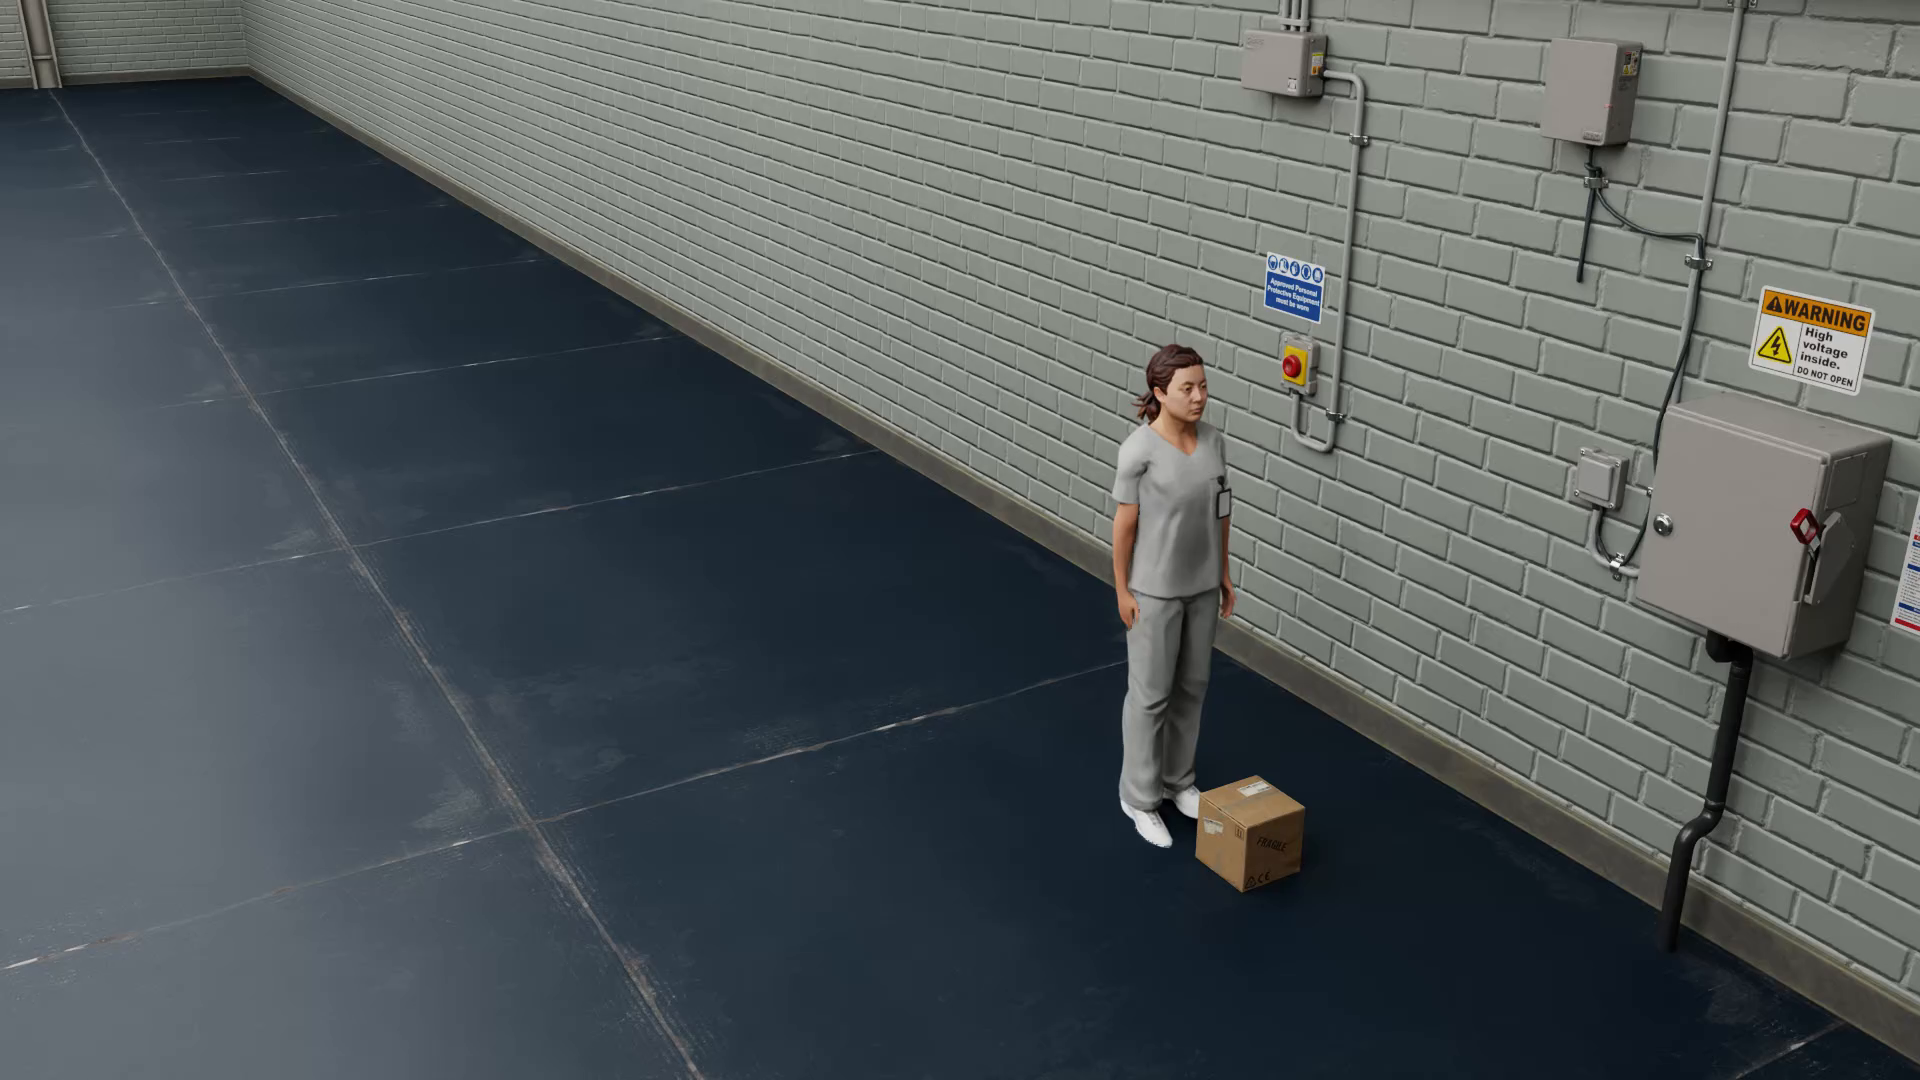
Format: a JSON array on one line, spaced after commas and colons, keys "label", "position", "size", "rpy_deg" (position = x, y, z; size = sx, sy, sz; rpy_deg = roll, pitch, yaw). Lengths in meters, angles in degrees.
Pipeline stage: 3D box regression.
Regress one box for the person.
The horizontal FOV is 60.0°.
[{"label": "person", "position": [0.743, 0.186, 5.655], "size": [0.450, 1.708, 0.460], "rpy_deg": [-12, 25, -28]}]
